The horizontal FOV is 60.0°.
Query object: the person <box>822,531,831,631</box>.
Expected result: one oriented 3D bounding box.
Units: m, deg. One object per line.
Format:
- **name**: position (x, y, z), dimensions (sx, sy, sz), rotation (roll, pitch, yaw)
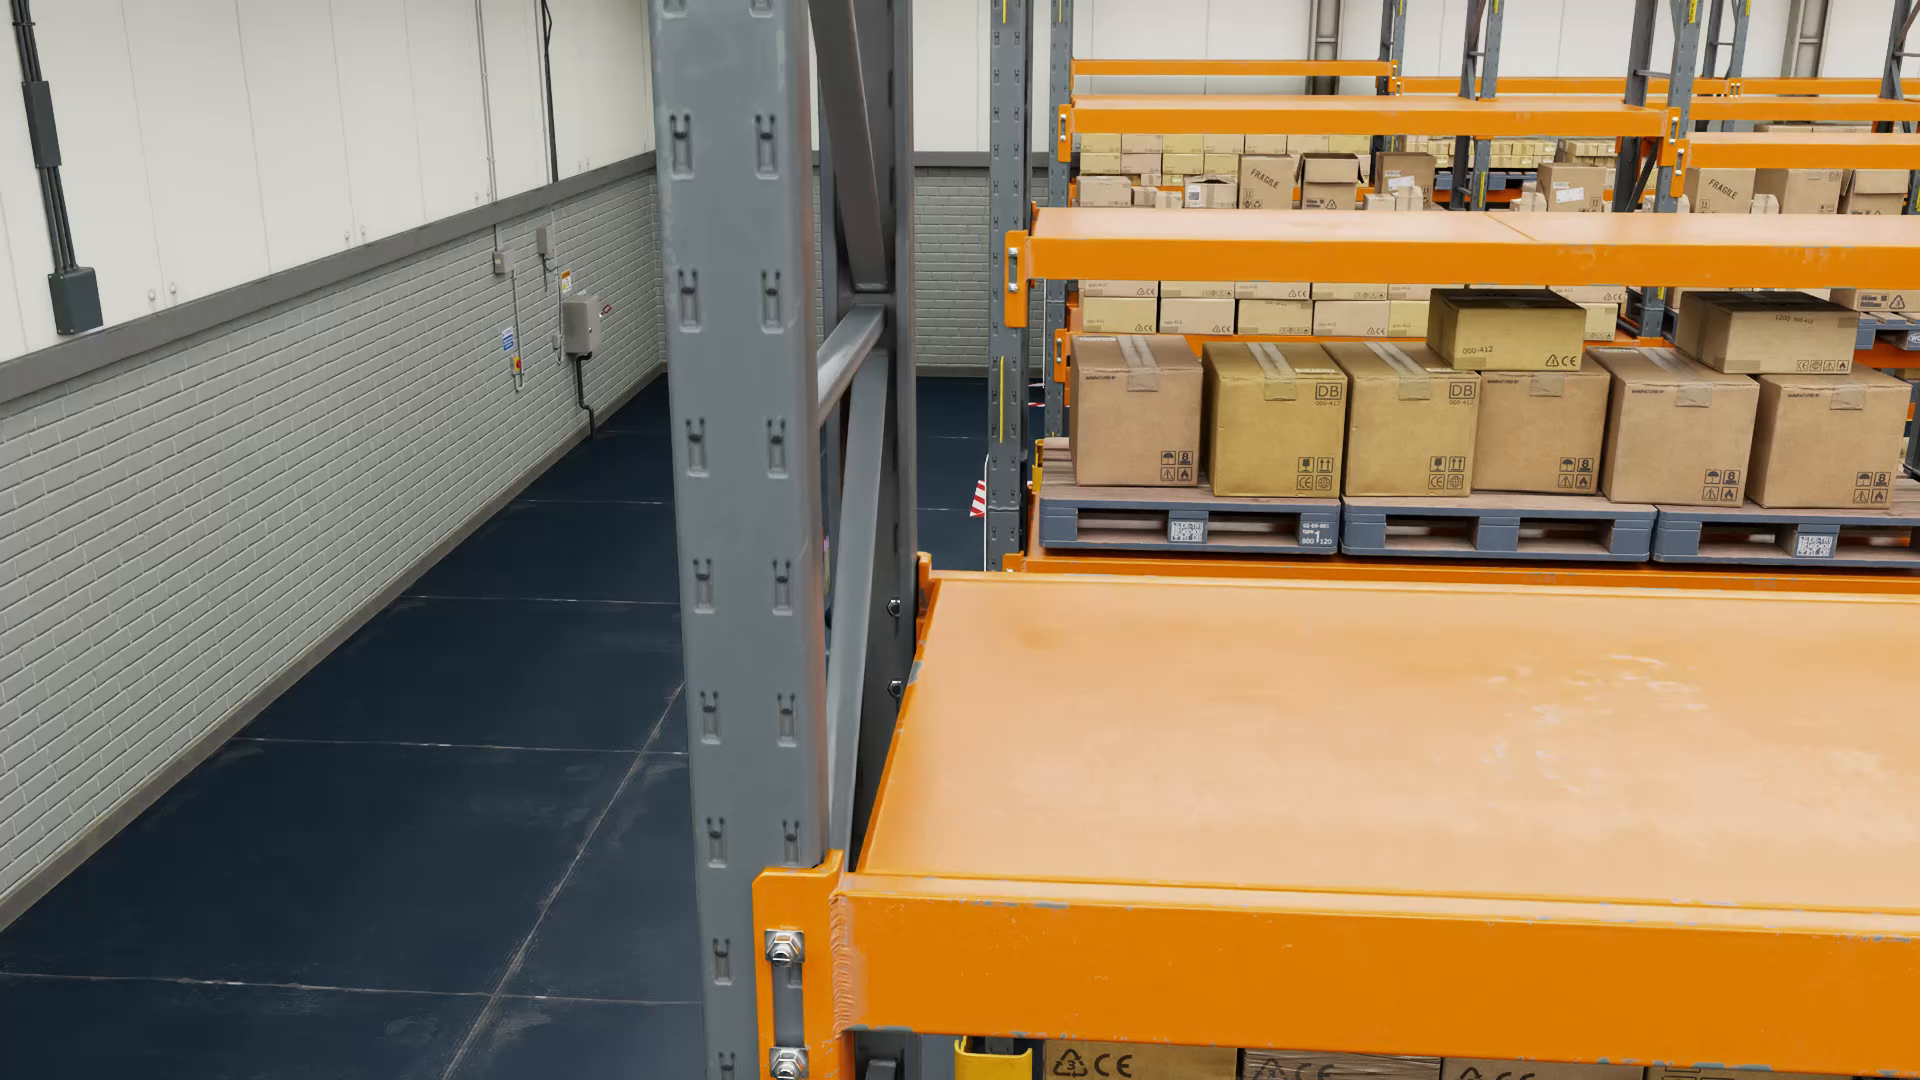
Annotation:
- **person**: position (-0.906, 0.434, 13.010), dimensions (0.736, 1.115, 0.462), rotation (1, 18, 4)
